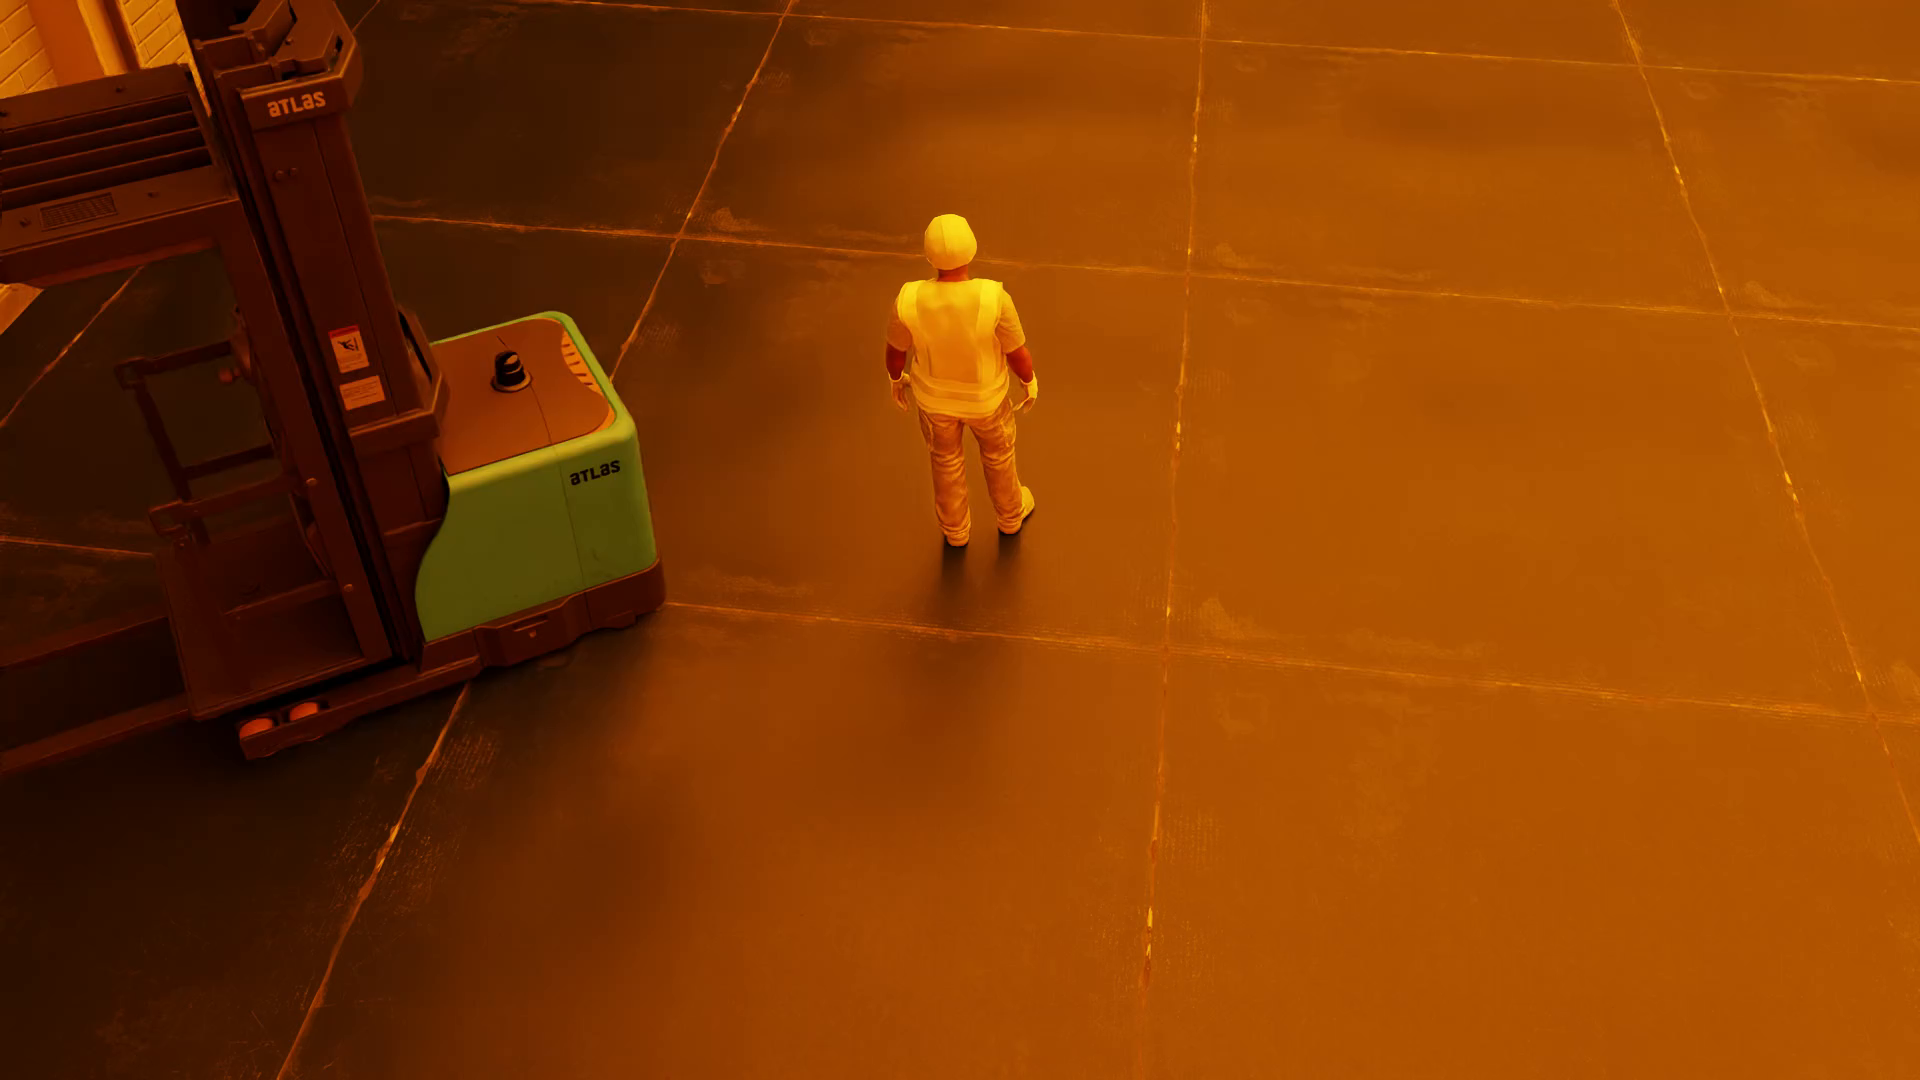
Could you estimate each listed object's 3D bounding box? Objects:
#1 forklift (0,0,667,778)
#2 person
[{"bbox_3d":[-2.873,-0.587,6.363,3.031,2.935,1.130,-19,46,-20],"label":"forklift"},{"bbox_3d":[0.019,-0.709,7.334,0.656,1.782,0.577,5,43,6],"label":"person"}]
